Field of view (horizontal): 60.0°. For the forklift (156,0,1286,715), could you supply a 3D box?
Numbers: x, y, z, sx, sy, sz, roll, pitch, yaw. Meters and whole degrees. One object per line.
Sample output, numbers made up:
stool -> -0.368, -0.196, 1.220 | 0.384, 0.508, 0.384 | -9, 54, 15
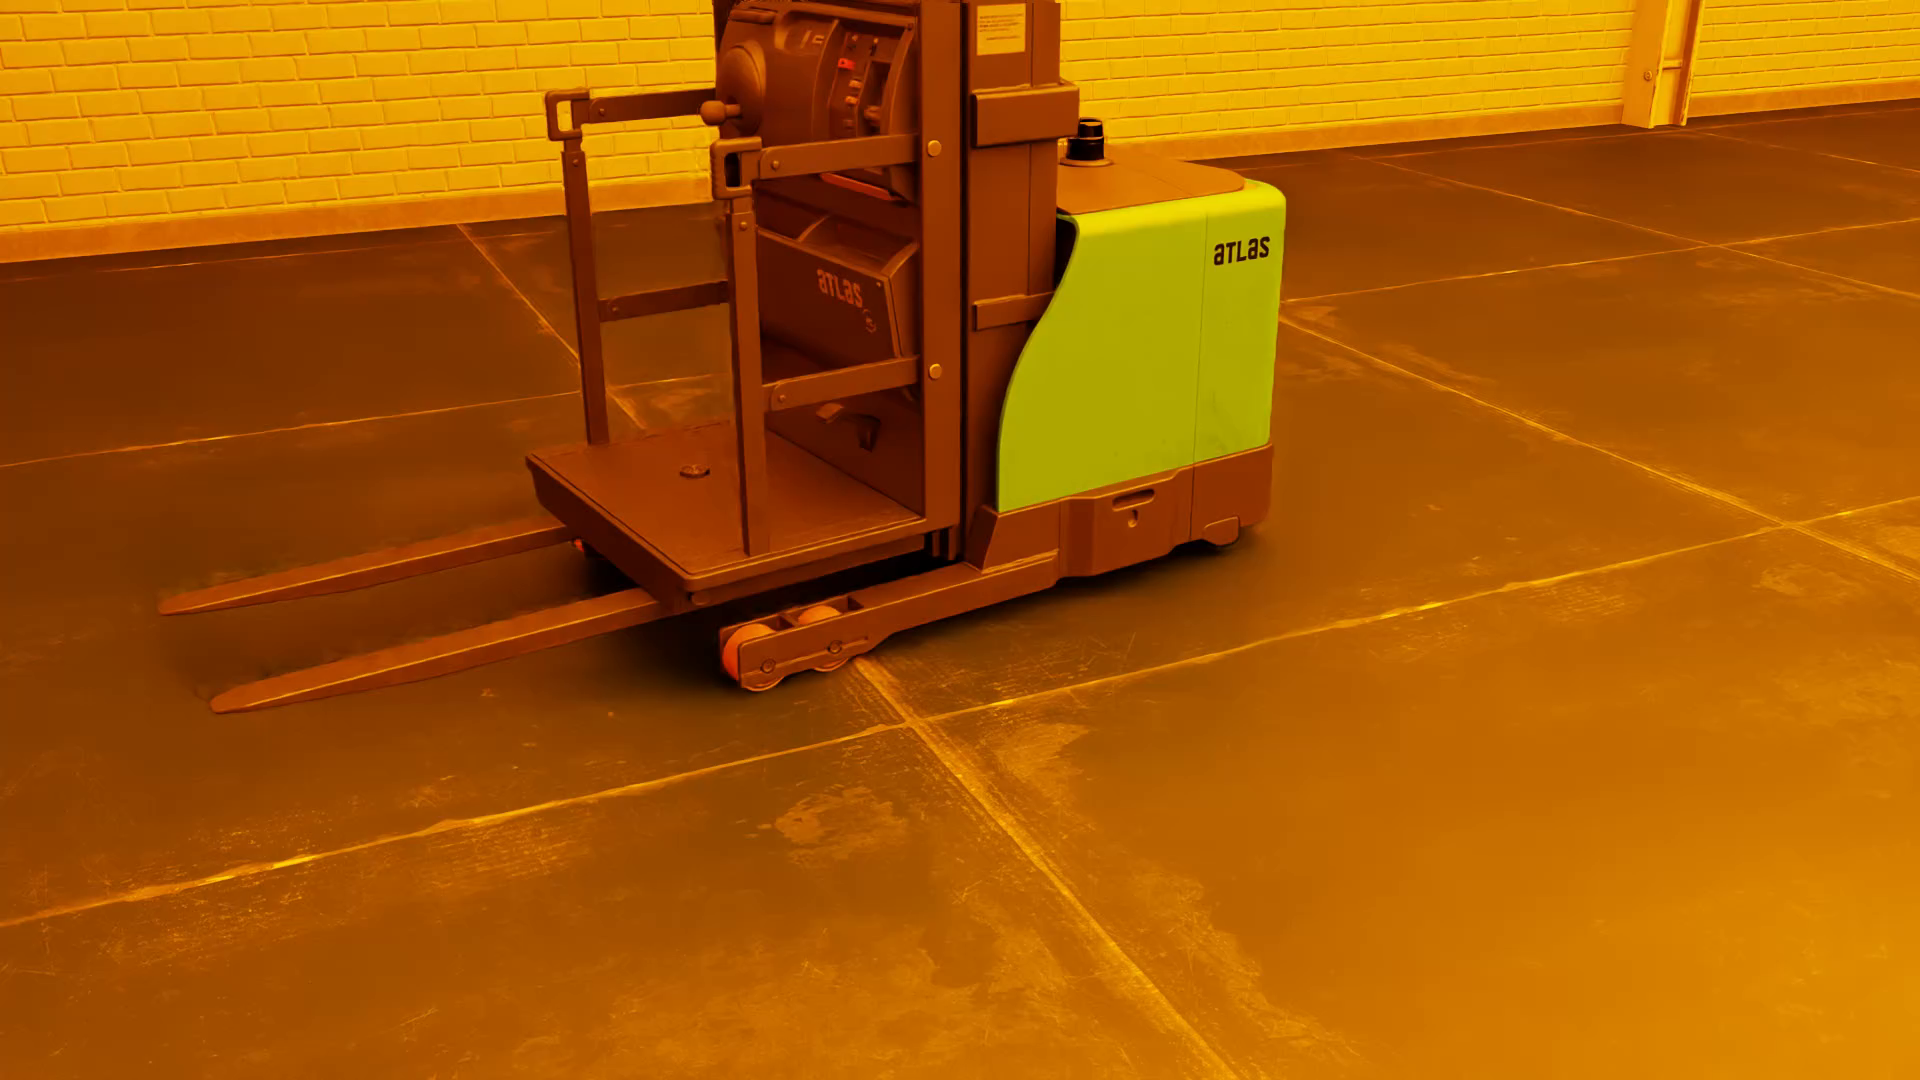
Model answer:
forklift -> -0.558, -1.203, 4.182 | 3.031, 2.935, 1.130 | -15, 27, -31
